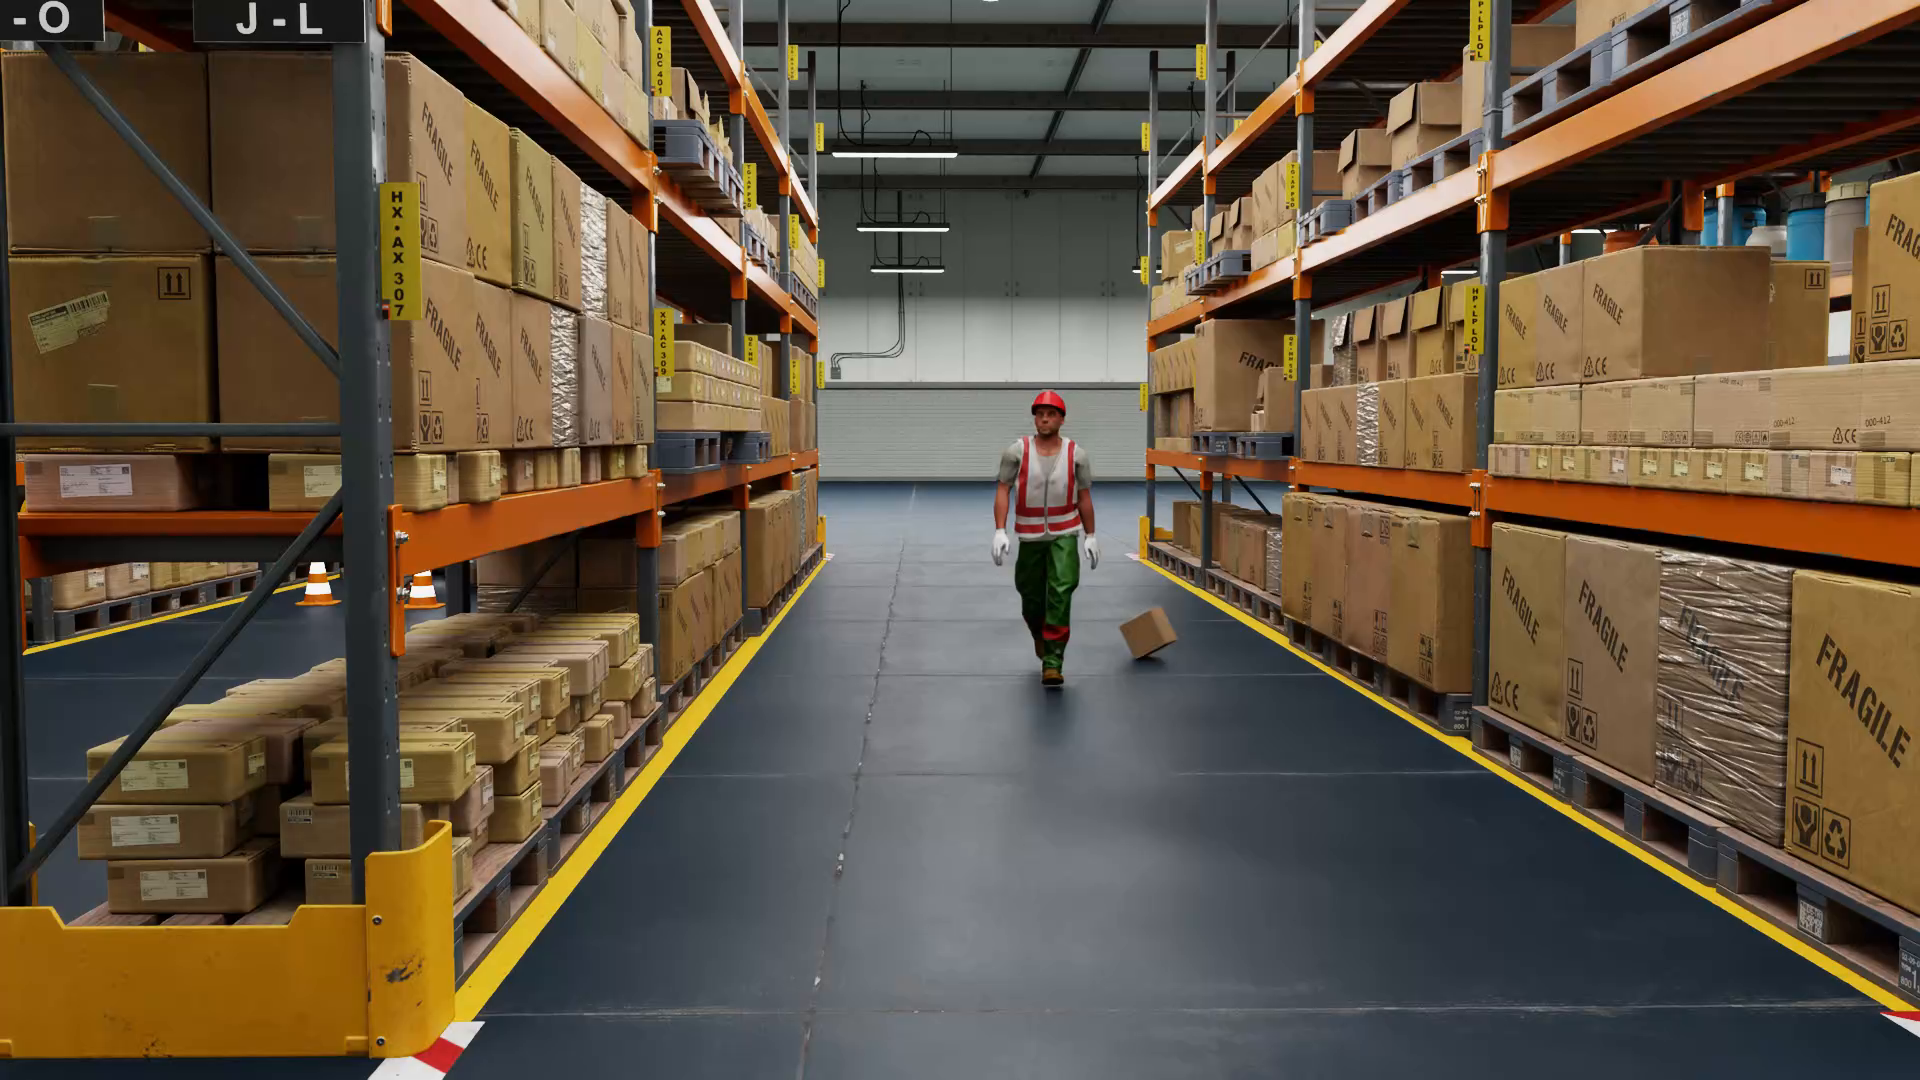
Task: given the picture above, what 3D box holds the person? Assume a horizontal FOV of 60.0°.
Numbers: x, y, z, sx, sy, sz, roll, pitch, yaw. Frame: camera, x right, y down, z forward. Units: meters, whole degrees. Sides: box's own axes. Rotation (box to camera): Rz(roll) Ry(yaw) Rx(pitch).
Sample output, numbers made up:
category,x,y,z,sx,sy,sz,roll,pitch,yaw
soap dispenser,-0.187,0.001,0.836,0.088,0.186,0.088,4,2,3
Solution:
category,x,y,z,sx,sy,sz,roll,pitch,yaw
person,0.519,-0.024,10.043,0.656,1.744,0.984,0,4,4
